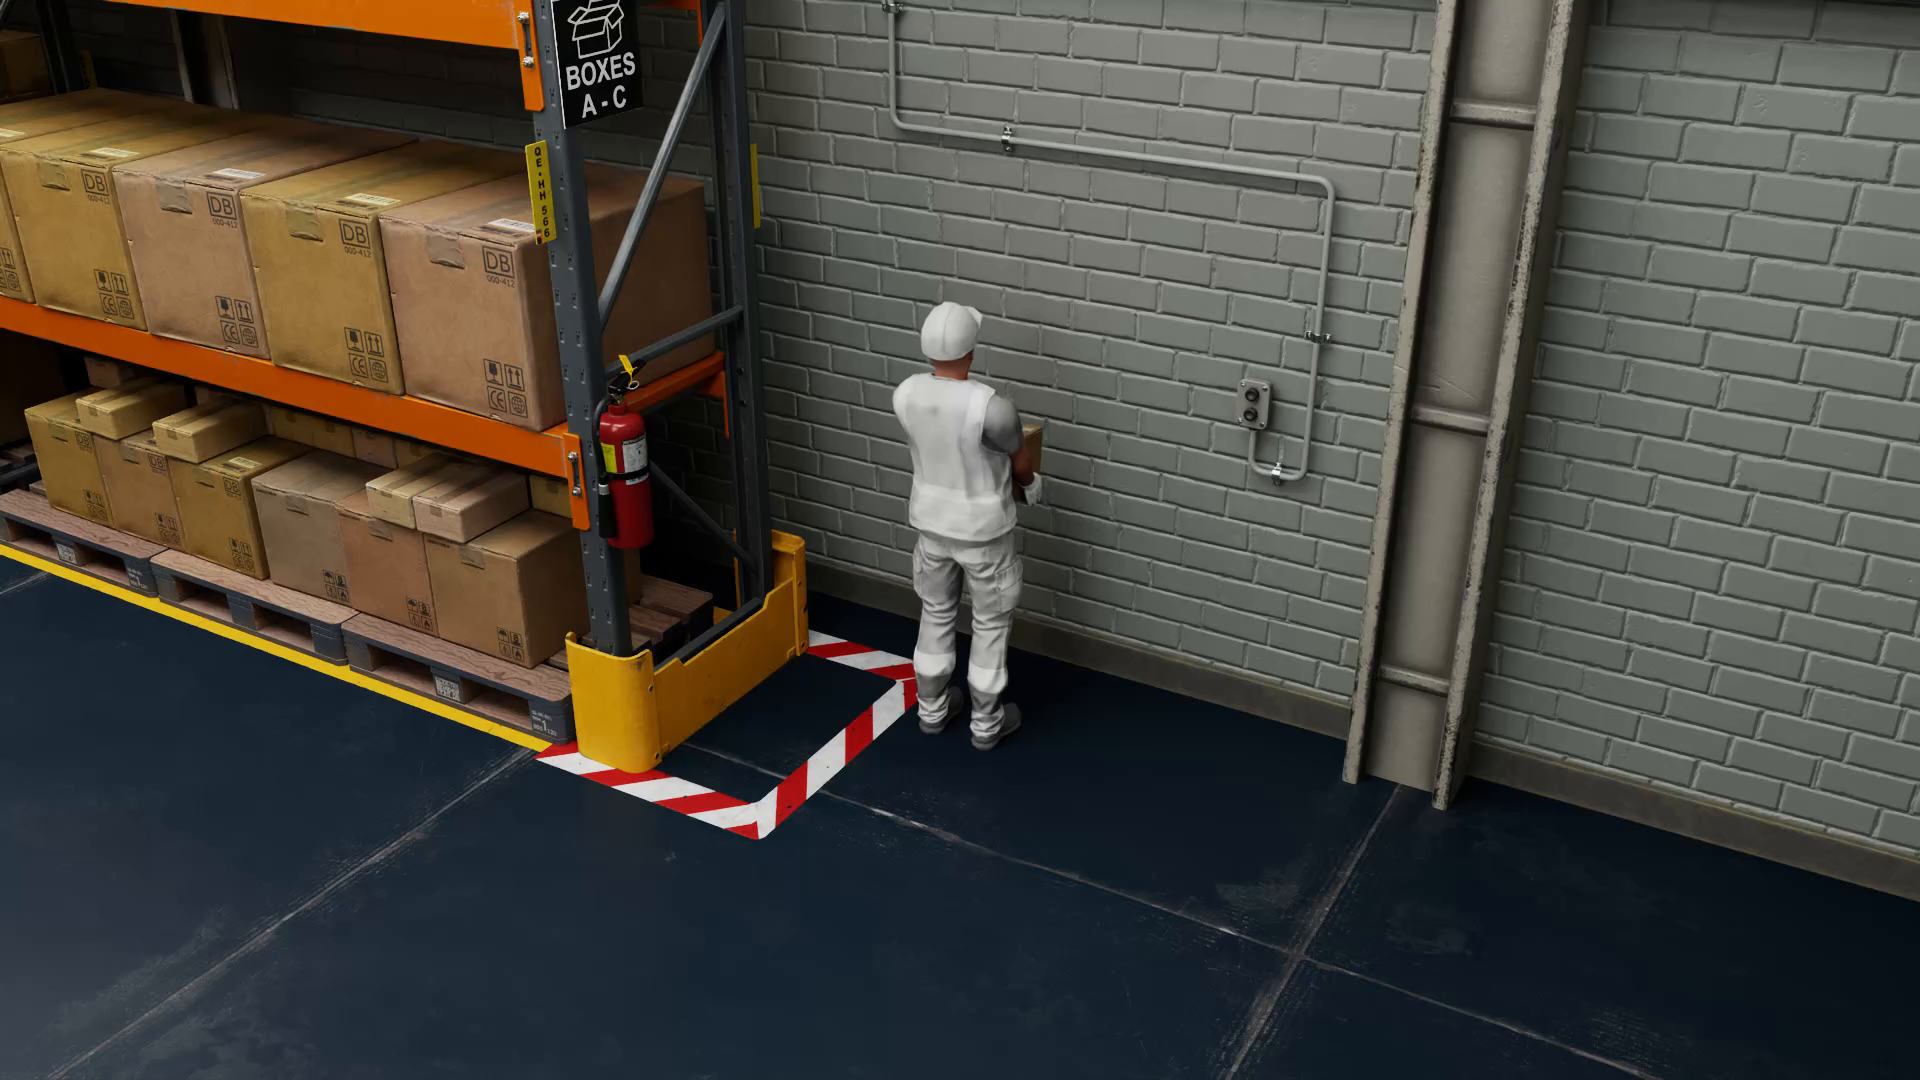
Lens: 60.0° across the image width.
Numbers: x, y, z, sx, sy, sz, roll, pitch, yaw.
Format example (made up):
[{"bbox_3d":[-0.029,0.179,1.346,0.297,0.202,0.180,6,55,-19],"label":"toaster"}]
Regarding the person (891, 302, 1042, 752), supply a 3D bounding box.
[{"bbox_3d":[0.047,-0.084,6.266,0.494,1.781,0.564,13,29,25],"label":"person"}]
